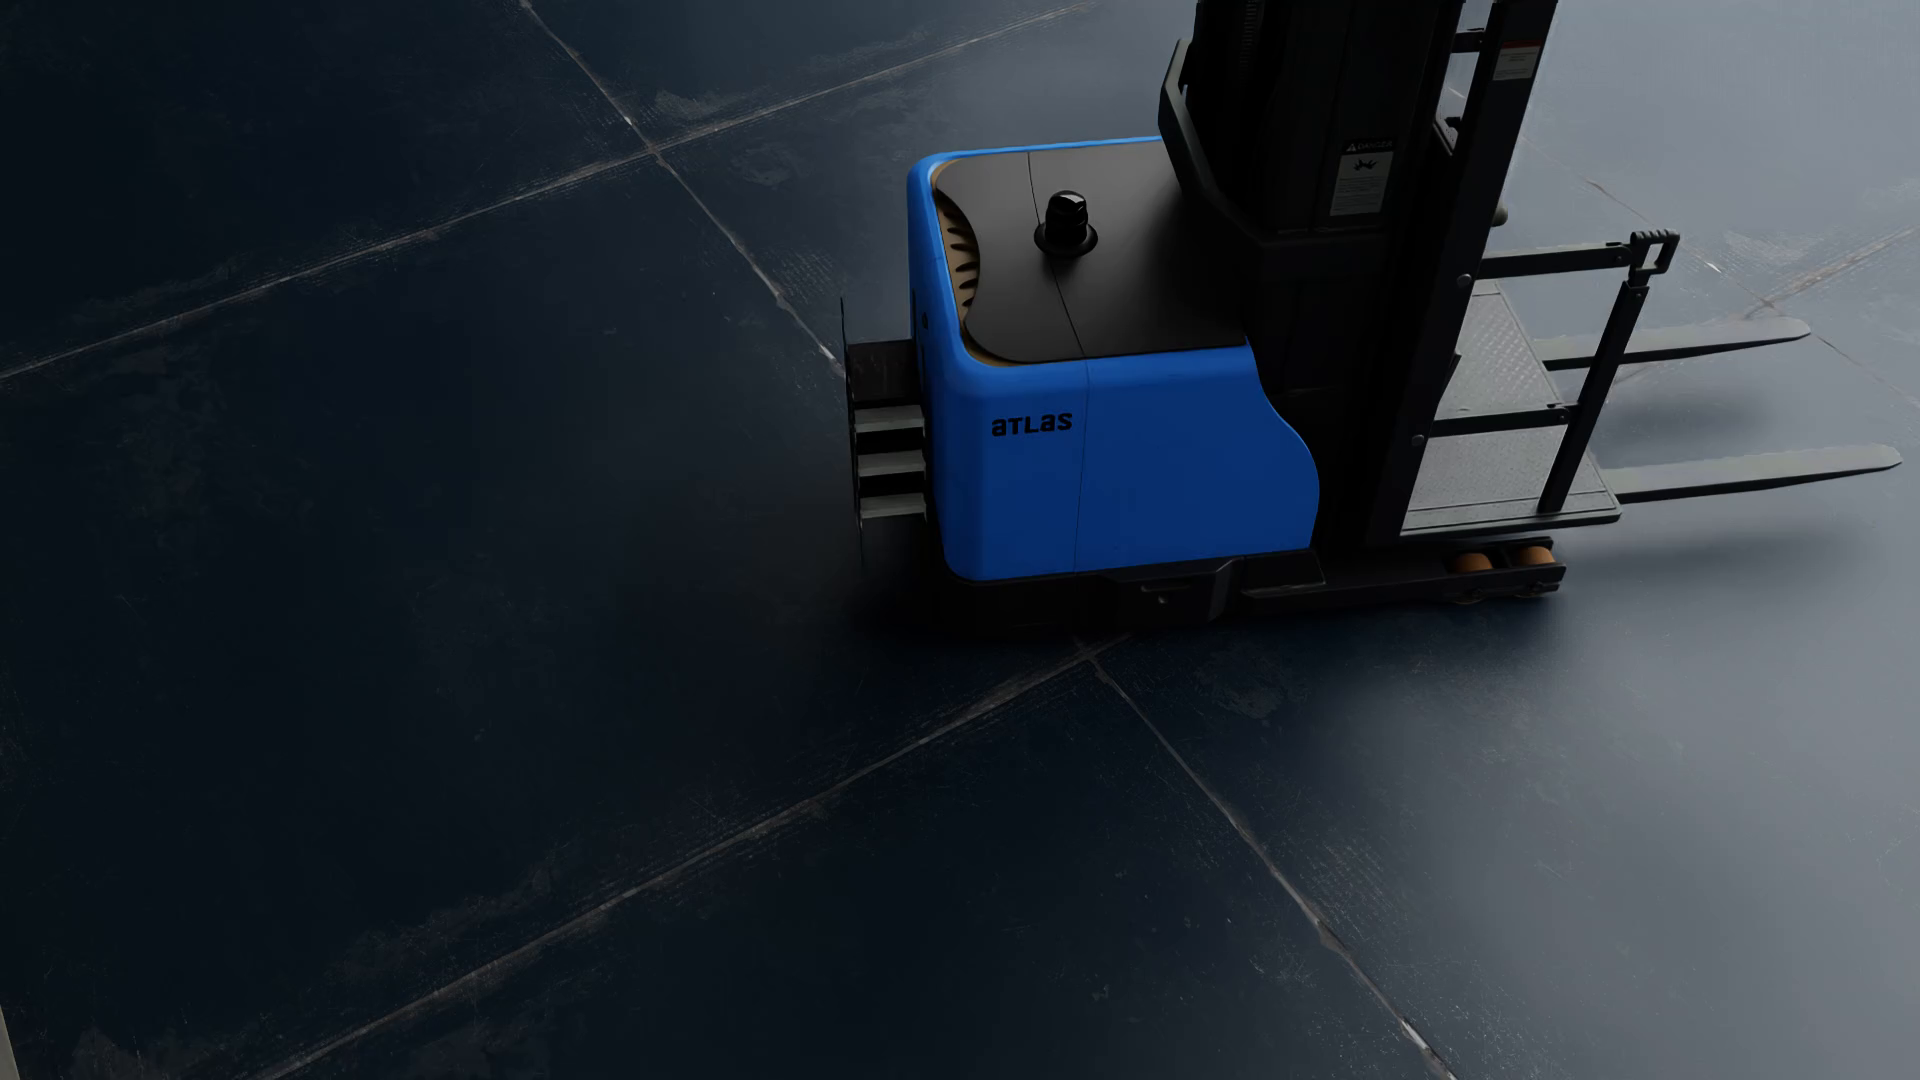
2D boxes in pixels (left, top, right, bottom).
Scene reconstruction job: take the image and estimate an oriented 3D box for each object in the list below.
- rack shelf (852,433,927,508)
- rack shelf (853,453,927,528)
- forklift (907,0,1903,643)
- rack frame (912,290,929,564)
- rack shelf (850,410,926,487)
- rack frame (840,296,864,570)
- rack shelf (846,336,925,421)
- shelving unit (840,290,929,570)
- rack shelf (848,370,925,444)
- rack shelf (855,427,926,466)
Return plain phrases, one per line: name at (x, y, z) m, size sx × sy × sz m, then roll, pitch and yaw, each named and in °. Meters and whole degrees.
rack shelf at (-0.216, -0.222, 5.010) m, size 0.200 × 0.077 × 0.258 m, roll -6°, pitch 49°, yaw -5°
rack shelf at (-0.216, -0.162, 5.078) m, size 0.200 × 0.077 × 0.258 m, roll -6°, pitch 49°, yaw -5°
forklift at (1.391, -1.167, 4.327) m, size 3.031 × 2.935 × 1.130 m, roll -6°, pitch 49°, yaw -5°
rack frame at (-0.115, -0.314, 4.927) m, size 0.006 × 0.900 × 0.240 m, roll -6°, pitch 49°, yaw -5°
rack shelf at (-0.216, -0.282, 4.943) m, size 0.200 × 0.077 × 0.258 m, roll -6°, pitch 49°, yaw -5°
rack frame at (-0.316, -0.294, 4.909) m, size 0.006 × 0.900 × 0.240 m, roll -6°, pitch 49°, yaw -5°
rack shelf at (-0.216, -0.462, 4.742) m, size 0.200 × 0.077 × 0.258 m, roll -6°, pitch 49°, yaw -5°
shelving unit at (-0.216, -0.304, 4.918) m, size 0.210 × 0.900 × 0.258 m, roll -6°, pitch 49°, yaw -5°
rack shelf at (-0.216, -0.402, 4.809) m, size 0.200 × 0.077 × 0.258 m, roll -6°, pitch 49°, yaw -5°
rack shelf at (-0.216, -0.342, 4.876) m, size 0.200 × 0.077 × 0.258 m, roll -6°, pitch 49°, yaw -5°
